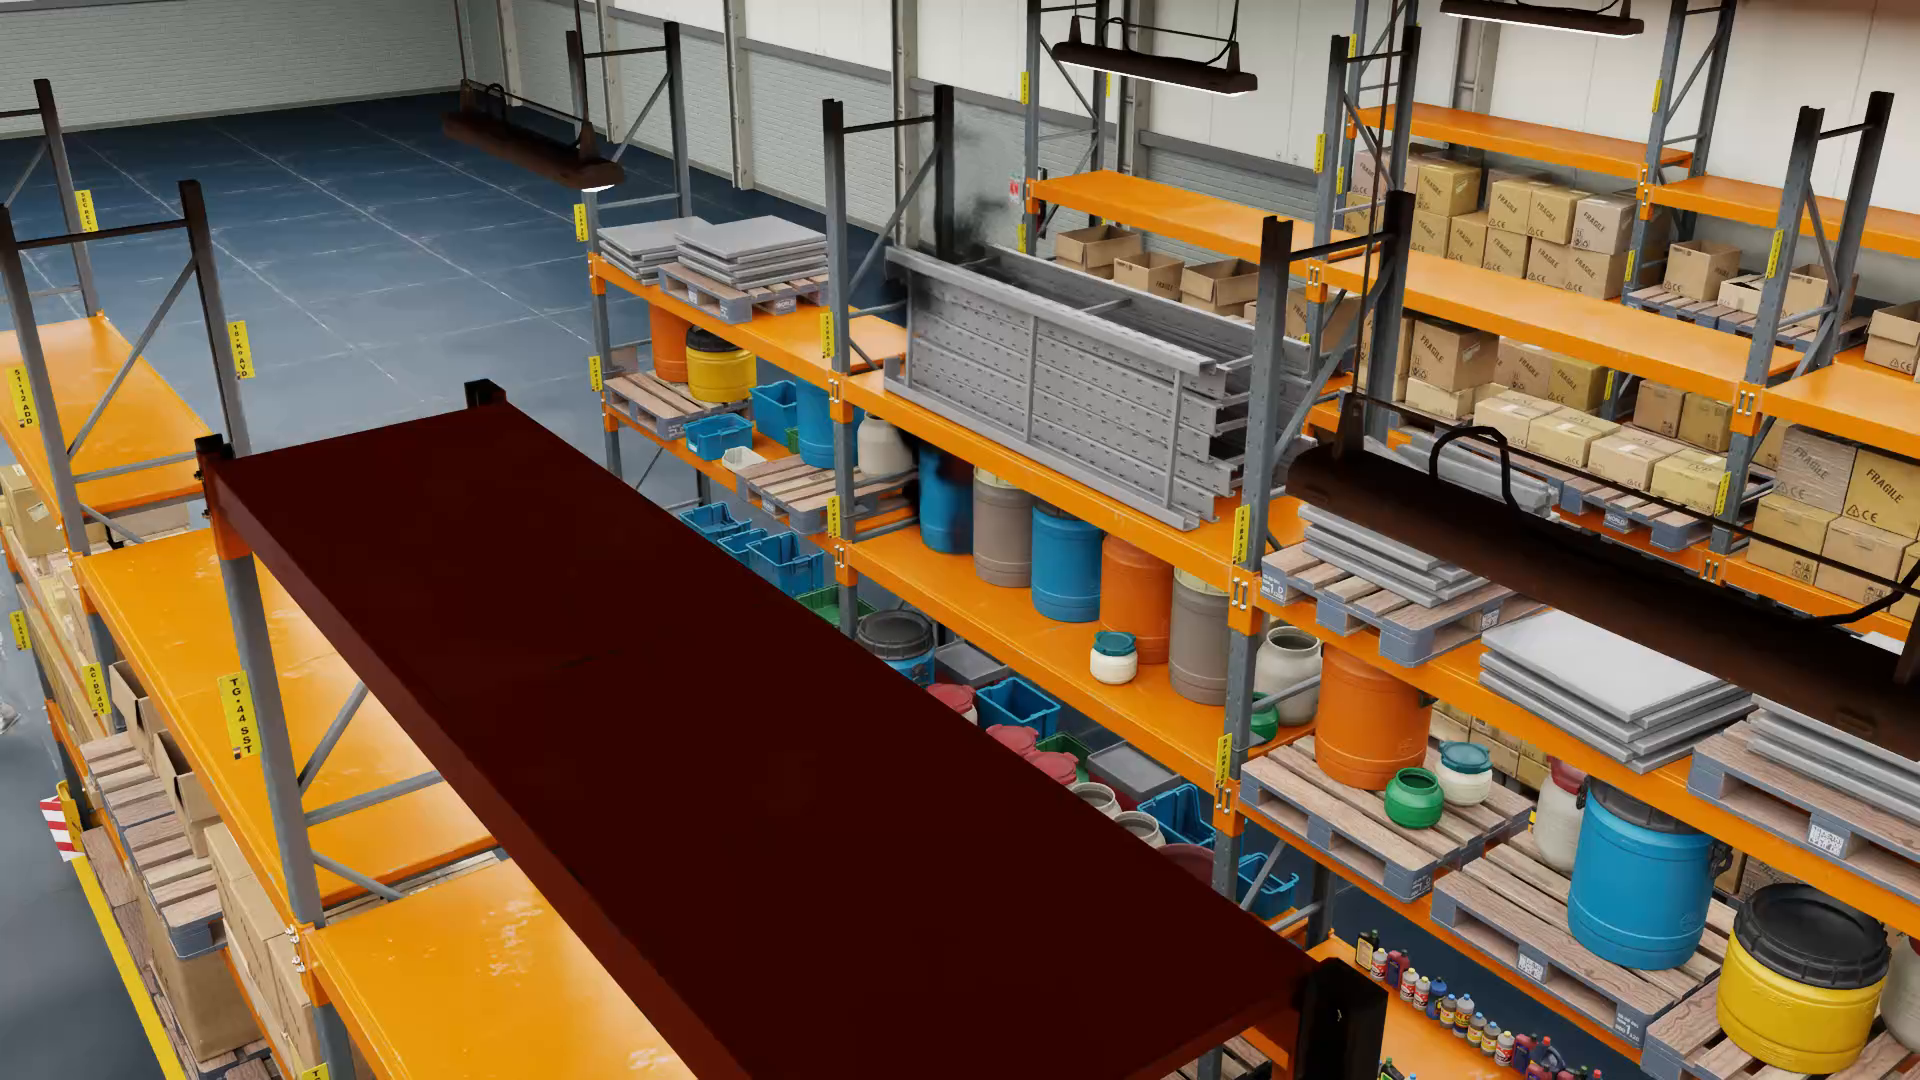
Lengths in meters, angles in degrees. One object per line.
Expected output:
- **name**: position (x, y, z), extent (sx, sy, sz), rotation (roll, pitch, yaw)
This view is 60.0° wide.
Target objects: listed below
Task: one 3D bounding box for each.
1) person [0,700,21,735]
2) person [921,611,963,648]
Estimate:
- **person**: position (-8.935, 1.002, 14.789), extent (0.932, 1.666, 0.600), rotation (-1, 25, -3)
- **person**: position (-0.125, 0.490, 15.753), extent (0.708, 1.795, 0.684), rotation (-22, 33, -40)
